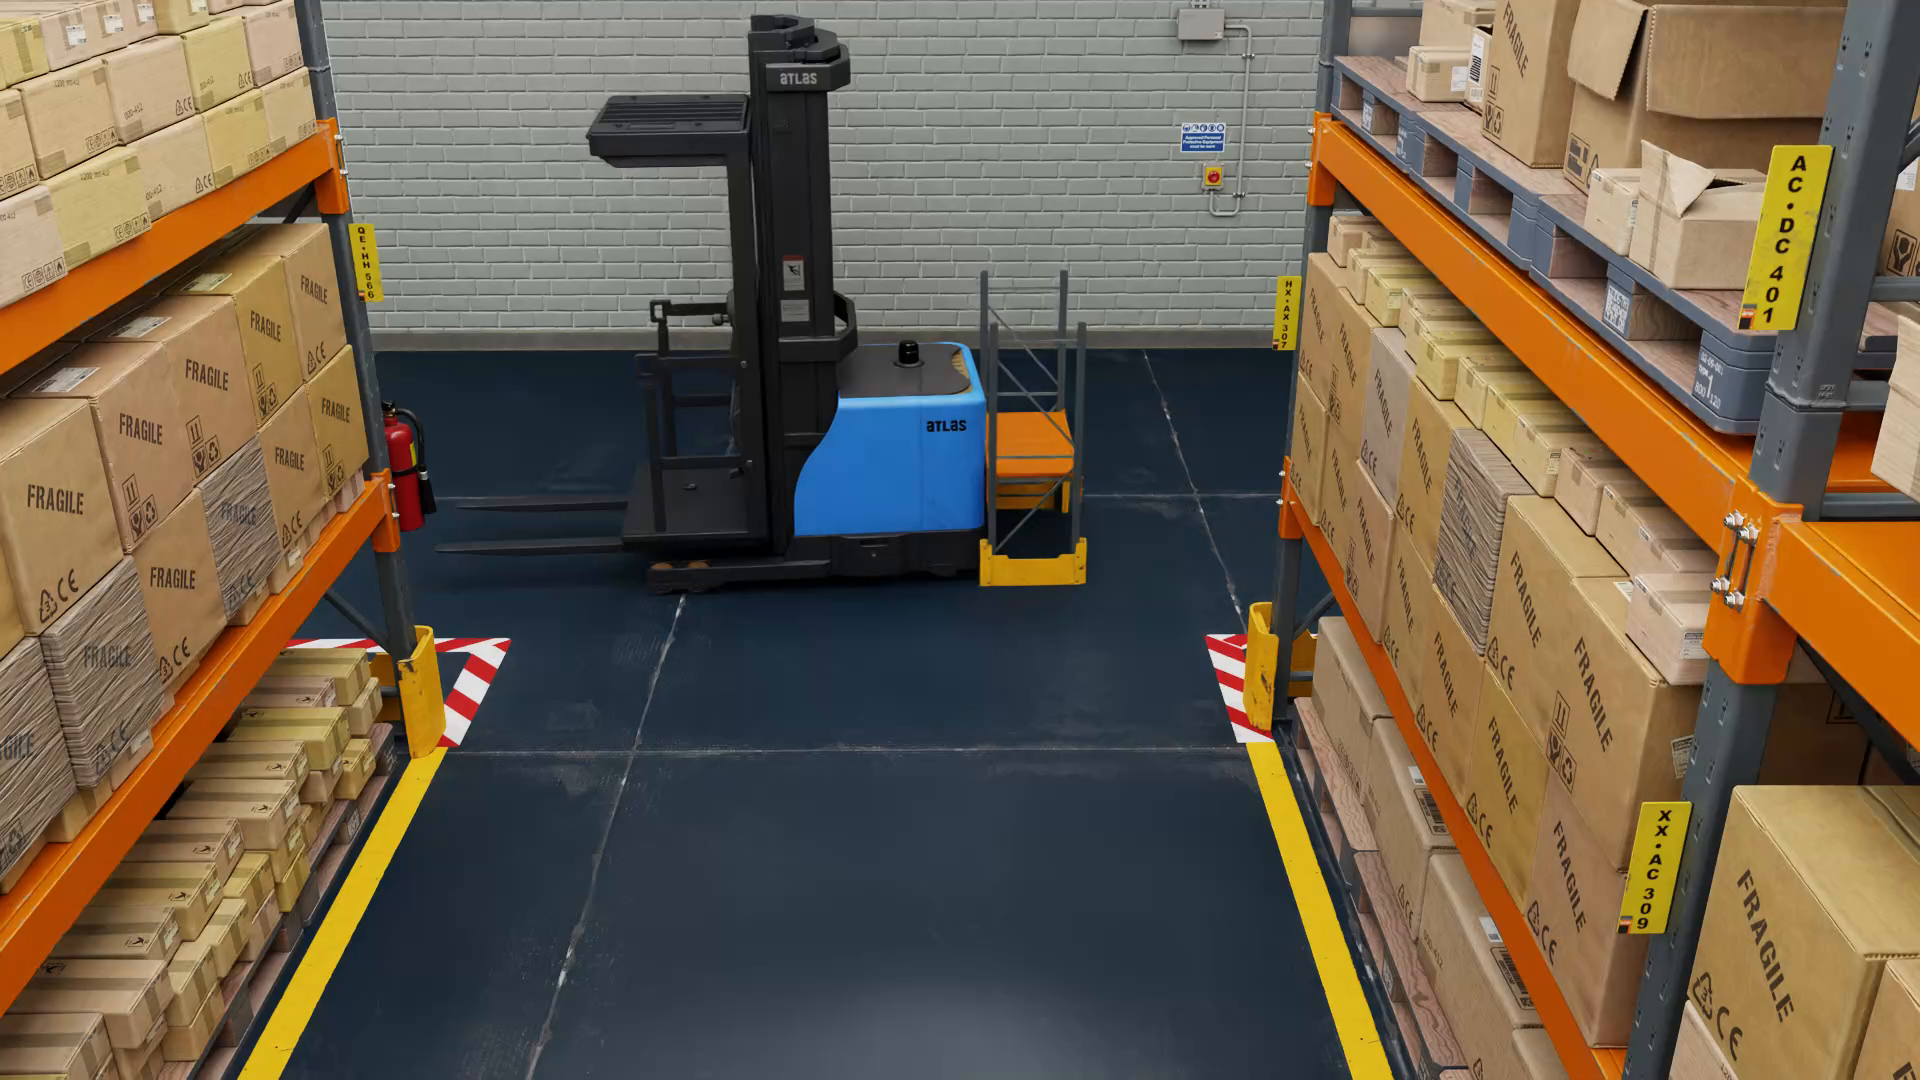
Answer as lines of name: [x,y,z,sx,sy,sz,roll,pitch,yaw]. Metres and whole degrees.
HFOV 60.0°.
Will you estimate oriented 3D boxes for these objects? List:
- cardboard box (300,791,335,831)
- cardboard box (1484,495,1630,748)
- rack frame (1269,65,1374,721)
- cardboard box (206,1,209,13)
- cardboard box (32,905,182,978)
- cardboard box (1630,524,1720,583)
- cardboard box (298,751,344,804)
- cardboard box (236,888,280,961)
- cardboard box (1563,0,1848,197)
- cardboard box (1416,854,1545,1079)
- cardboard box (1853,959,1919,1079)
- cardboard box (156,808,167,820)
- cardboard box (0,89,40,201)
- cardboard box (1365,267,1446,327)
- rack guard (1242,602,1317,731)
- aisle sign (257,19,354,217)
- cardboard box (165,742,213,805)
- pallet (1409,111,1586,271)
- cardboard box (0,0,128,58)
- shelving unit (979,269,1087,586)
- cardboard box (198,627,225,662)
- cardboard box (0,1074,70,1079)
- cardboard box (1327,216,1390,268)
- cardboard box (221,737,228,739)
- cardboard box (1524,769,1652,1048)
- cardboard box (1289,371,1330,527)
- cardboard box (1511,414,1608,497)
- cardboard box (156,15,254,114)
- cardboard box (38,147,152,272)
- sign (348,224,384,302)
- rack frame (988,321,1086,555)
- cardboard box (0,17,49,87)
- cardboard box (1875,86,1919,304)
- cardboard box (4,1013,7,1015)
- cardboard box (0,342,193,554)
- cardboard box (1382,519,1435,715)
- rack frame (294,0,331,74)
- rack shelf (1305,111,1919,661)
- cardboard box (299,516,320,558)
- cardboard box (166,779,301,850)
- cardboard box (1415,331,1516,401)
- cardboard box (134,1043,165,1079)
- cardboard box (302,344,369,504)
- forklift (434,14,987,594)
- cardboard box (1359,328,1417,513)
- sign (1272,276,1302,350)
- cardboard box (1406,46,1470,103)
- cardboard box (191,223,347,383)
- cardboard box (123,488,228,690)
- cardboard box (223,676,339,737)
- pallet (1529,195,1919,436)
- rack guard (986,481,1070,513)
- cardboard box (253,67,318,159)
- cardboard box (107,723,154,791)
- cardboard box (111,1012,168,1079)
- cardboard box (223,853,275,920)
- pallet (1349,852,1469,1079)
cardboard box: [-2.762,1.064,6.706,0.380,0.149,0.250,0,24,-1]
cardboard box: [1.716,0.207,4.318,0.500,0.500,0.500,-1,24,-1]
rack frame: [1.952,-0.538,7.299,1.000,3.000,0.127,0,24,-1]
cardboard box: [-2.791,-1.838,5.626,0.380,0.149,0.250,-1,24,-2]
cardboard box: [-2.778,1.326,5.407,0.380,0.149,0.250,-1,24,-3]
cardboard box: [1.779,0.079,3.813,0.380,0.149,0.250,0,24,1]
cardboard box: [-2.699,0.928,6.646,0.380,0.149,0.250,-1,24,-3]
cardboard box: [-2.698,1.384,6.001,0.380,0.149,0.250,0,24,0]
cardboard box: [1.948,-1.096,4.137,0.797,0.503,0.637,2,24,4]
cardboard box: [2.085,1.458,5.485,0.875,0.438,0.875,-1,24,-2]
cardboard box: [1.746,1.001,2.561,0.500,0.500,0.500,0,24,-1]
cardboard box: [-3.324,1.167,6.480,0.380,0.149,0.250,0,24,0]
cardboard box: [-2.711,-0.964,4.177,0.500,0.250,0.500,0,24,0]
cardboard box: [1.662,-0.863,5.897,0.380,0.149,0.250,-1,24,-2]
rack guard: [1.951,0.591,7.836,1.175,0.500,0.348,0,24,-1]
aisle sign: [-2.698,-1.690,6.692,0.394,0.787,0.004,0,24,-1]
cardboard box: [-3.210,0.929,6.645,0.380,0.149,0.250,0,24,0]
pallet: [1.986,-1.054,4.909,1.003,0.211,1.213,0,24,-1]
cardboard box: [-2.717,-1.518,4.918,0.380,0.149,0.250,0,24,1]
shelving unit: [0.385,-0.654,9.377,0.587,1.500,1.083,-1,24,-2]
cardboard box: [-2.785,0.305,5.741,0.380,0.149,0.250,-1,24,-3]
cardboard box: [-2.746,1.650,4.689,0.380,0.149,0.250,-1,24,-1]
cardboard box: [1.679,-1.187,6.613,0.380,0.149,0.250,0,24,1]
cardboard box: [-3.312,0.851,7.178,0.380,0.149,0.250,0,24,1]
cardboard box: [1.734,0.875,4.054,0.500,0.500,0.500,0,24,0]
cardboard box: [1.670,-0.384,6.838,0.500,0.500,0.500,0,24,-1]
cardboard box: [1.727,-0.231,4.499,0.380,0.149,0.250,0,24,-1]
cardboard box: [-2.731,-1.601,5.585,0.500,0.250,0.500,-1,24,-2]
cardboard box: [-2.697,-0.952,4.758,0.500,0.250,0.500,1,24,2]
sign: [-2.442,-1.140,6.841,0.100,0.325,0.005,0,24,-1]
rack frame: [0.403,-0.441,8.906,0.500,1.500,0.032,-1,24,-2]
cardboard box: [-2.697,-1.304,4.445,0.380,0.149,0.250,-1,24,-2]
cardboard box: [2.199,-0.782,3.447,0.500,0.500,0.500,0,24,0]
cardboard box: [-3.221,1.477,5.433,0.380,0.149,0.250,-1,24,-3]
cardboard box: [-2.714,-0.282,5.038,0.500,0.500,0.500,-1,24,-2]
cardboard box: [1.713,0.240,5.458,0.500,0.500,0.500,1,24,1]
rack frame: [-2.997,-3.207,5.922,1.000,3.000,0.127,0,24,-1]
rack shelf: [1.973,-0.753,5.007,1.077,0.370,4.000,0,24,-1]
cardboard box: [-2.728,-0.020,6.460,0.380,0.149,0.250,0,24,-1]
cardboard box: [-2.665,1.007,6.111,0.380,0.149,0.250,1,24,1]
cardboard box: [1.653,-0.548,5.199,0.380,0.149,0.250,-1,24,-2]
cardboard box: [-2.784,1.704,5.293,0.380,0.149,0.250,-1,24,-3]
cardboard box: [-2.735,-0.471,6.669,0.500,0.500,0.500,0,24,1]
forklift: [-1.396,-1.268,8.997,3.031,2.935,1.130,-2,24,-5]
cardboard box: [1.698,-0.415,5.693,0.500,0.500,0.500,0,24,-1]
sign: [1.396,-0.968,7.104,0.100,0.325,0.005,0,24,-1]
cardboard box: [1.733,-1.578,5.632,0.380,0.149,0.250,1,24,1]
cardboard box: [-2.743,-0.923,6.455,0.500,0.500,0.500,-1,24,-2]
cardboard box: [-2.724,0.156,5.284,0.500,0.500,0.500,1,24,2]
cardboard box: [-2.793,0.683,6.827,0.380,0.149,0.250,0,24,0]
pallet: [1.997,-0.553,3.800,1.003,0.211,1.213,0,24,-1]
rack guard: [0.368,-0.290,10.088,0.587,0.250,0.087,-1,24,-2]
cardboard box: [-2.728,-1.586,6.159,0.500,0.250,0.500,-1,24,-2]
cardboard box: [-2.692,0.628,5.026,0.380,0.149,0.250,1,24,2]
cardboard box: [-2.748,1.567,5.235,0.380,0.149,0.250,1,24,2]
cardboard box: [-2.696,1.248,5.941,0.380,0.149,0.250,1,24,2]
pallet: [2.049,1.563,6.037,1.003,0.211,1.213,0,24,-1]
